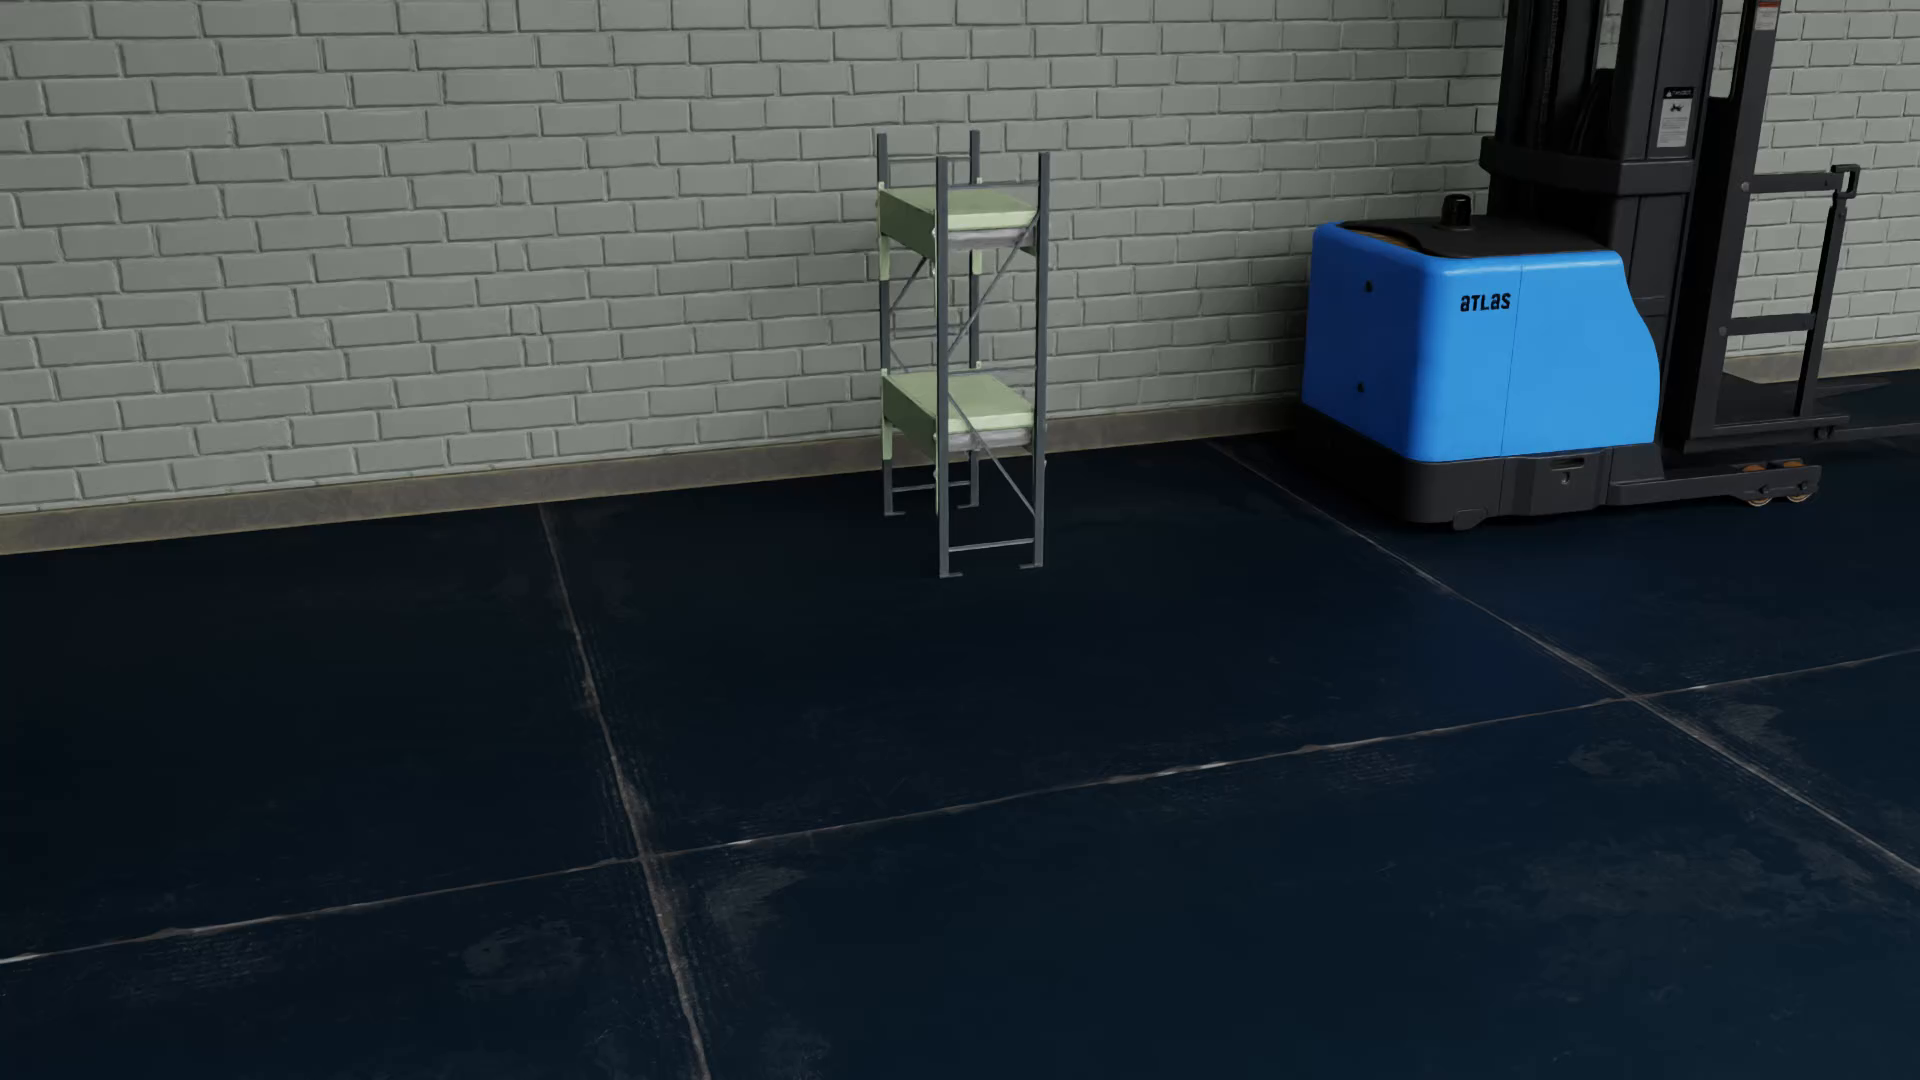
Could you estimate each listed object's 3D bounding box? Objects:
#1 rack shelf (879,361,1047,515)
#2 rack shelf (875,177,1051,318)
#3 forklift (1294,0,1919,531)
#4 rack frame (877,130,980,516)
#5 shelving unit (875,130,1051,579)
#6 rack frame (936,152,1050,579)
[{"bbox_3d":[-0.002,-0.401,6.279,0.431,0.370,0.720,-6,21,-17],"label":"rack shelf"},{"bbox_3d":[-0.002,-1.075,6.037,0.431,0.370,0.720,-6,21,-17],"label":"rack shelf"},{"bbox_3d":[3.030,-1.682,6.762,3.031,2.935,1.130,-6,21,-15],"label":"forklift"},{"bbox_3d":[-0.117,-0.825,6.496,0.400,1.500,0.023,-6,21,-17],"label":"rack frame"},{"bbox_3d":[-0.002,-0.708,6.169,0.431,1.500,0.755,-6,21,-17],"label":"shelving unit"},{"bbox_3d":[0.113,-0.591,5.842,0.400,1.500,0.023,-6,21,-17],"label":"rack frame"}]
